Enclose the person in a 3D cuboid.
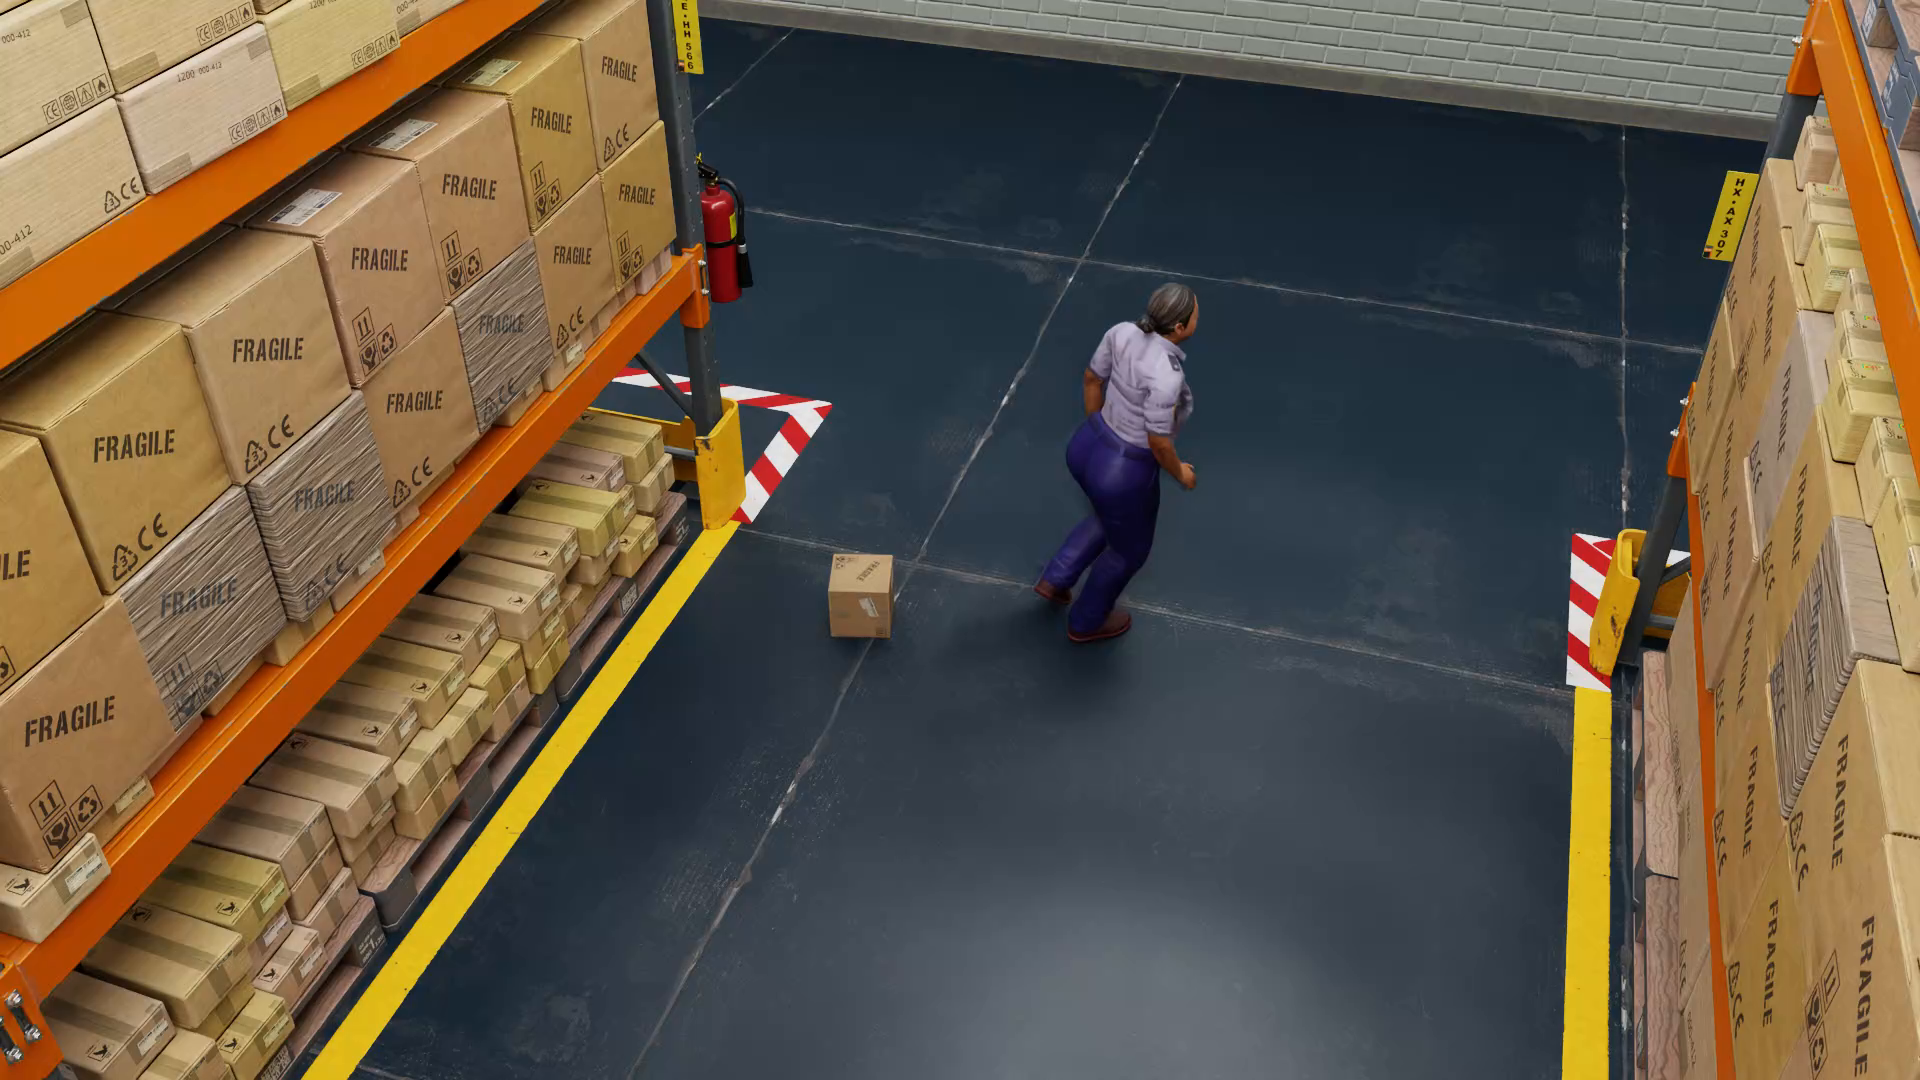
[{"bbox_3d":[0.620,-0.283,6.561,0.572,1.599,0.542,-15,40,-18],"label":"person"}]
